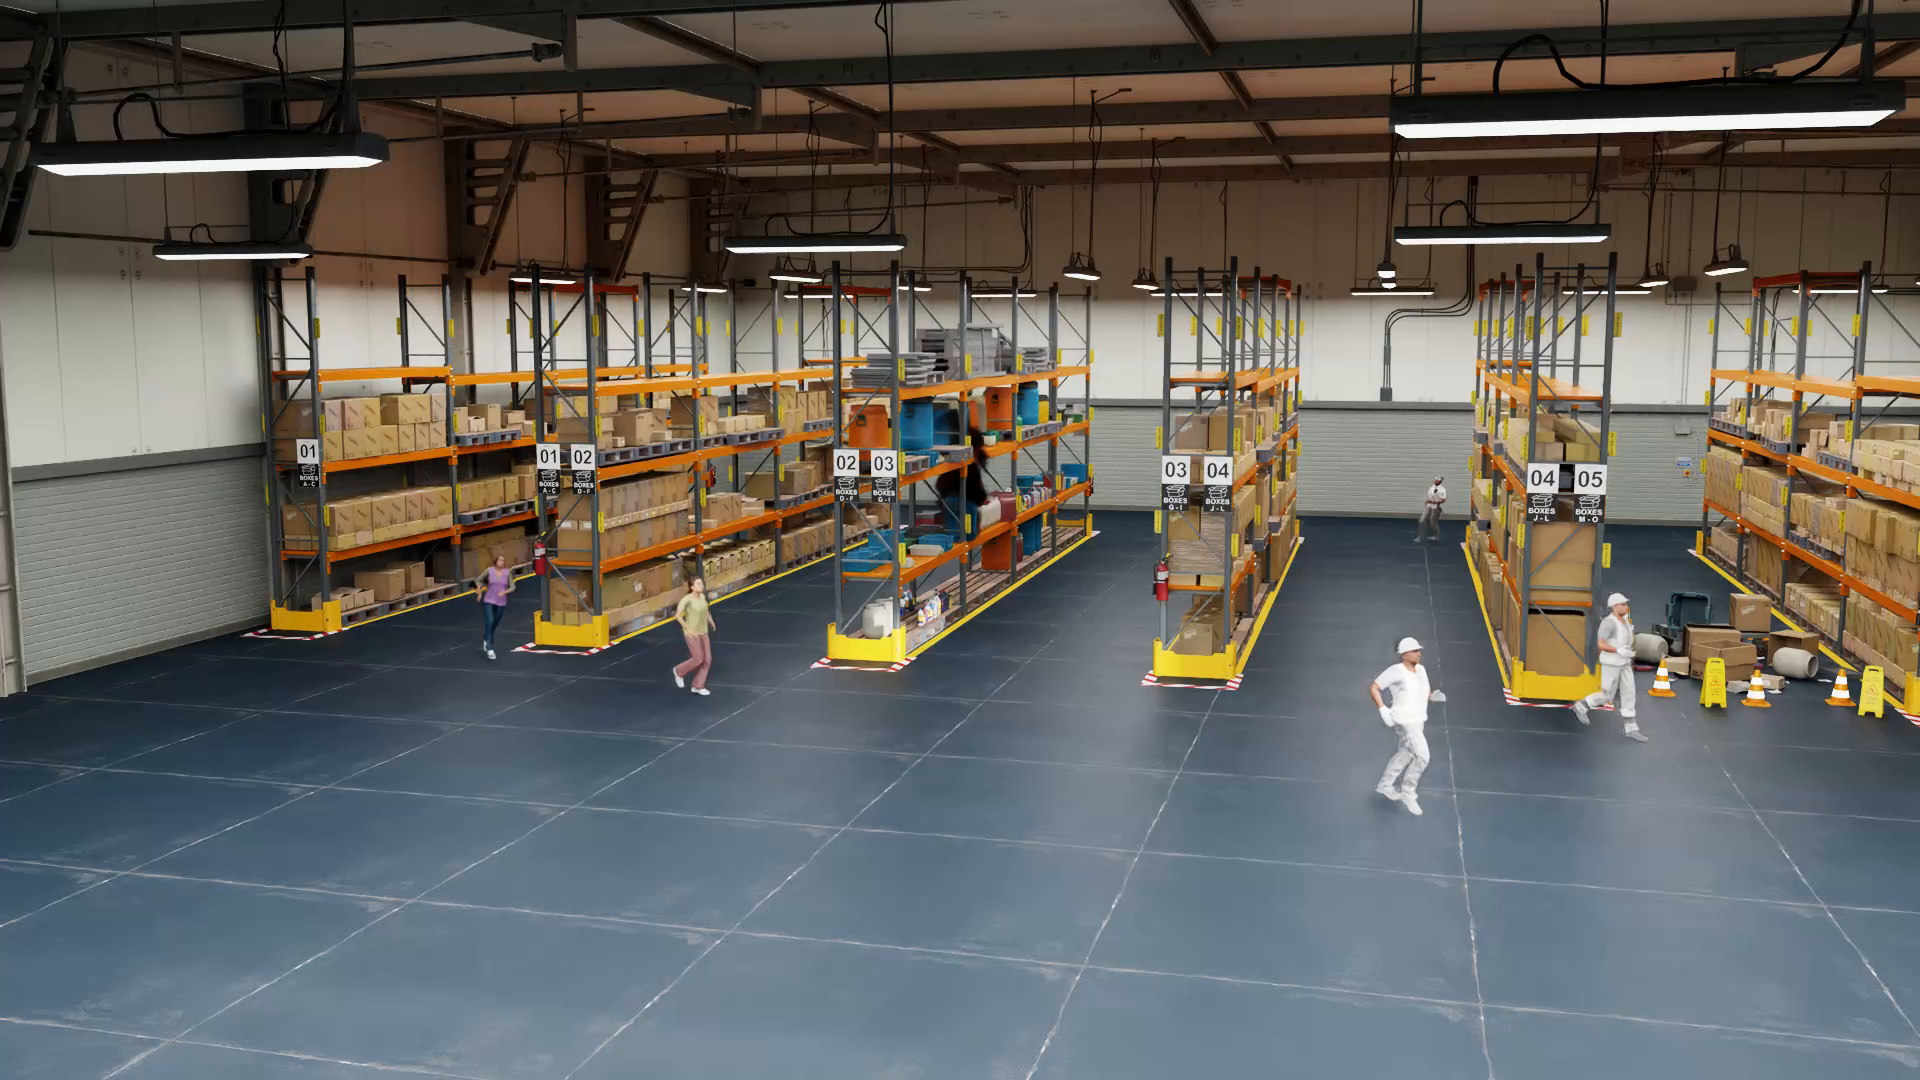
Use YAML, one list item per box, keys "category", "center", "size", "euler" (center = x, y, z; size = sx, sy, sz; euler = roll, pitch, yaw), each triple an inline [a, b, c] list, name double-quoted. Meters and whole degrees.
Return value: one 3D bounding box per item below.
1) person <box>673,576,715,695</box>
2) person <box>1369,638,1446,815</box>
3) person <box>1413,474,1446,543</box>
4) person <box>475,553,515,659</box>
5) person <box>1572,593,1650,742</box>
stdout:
- category: "person"
  center: [-3.650, 1.308, 22.917]
  size: [0.524, 1.624, 0.598]
  euler: [5, 9, 33]
- category: "person"
  center: [4.687, 1.930, 17.353]
  size: [0.758, 1.832, 0.659]
  euler: [6, 10, 42]
- category: "person"
  center: [11.119, -0.734, 38.971]
  size: [0.647, 1.661, 0.708]
  euler: [-4, 8, -27]
- category: "person"
  center: [-7.117, 0.978, 25.539]
  size: [0.572, 1.560, 0.878]
  euler: [-4, 8, -26]
- category: "person"
  center: [8.005, 1.531, 20.369]
  size: [0.658, 1.781, 0.992]
  euler: [-6, 9, -38]
